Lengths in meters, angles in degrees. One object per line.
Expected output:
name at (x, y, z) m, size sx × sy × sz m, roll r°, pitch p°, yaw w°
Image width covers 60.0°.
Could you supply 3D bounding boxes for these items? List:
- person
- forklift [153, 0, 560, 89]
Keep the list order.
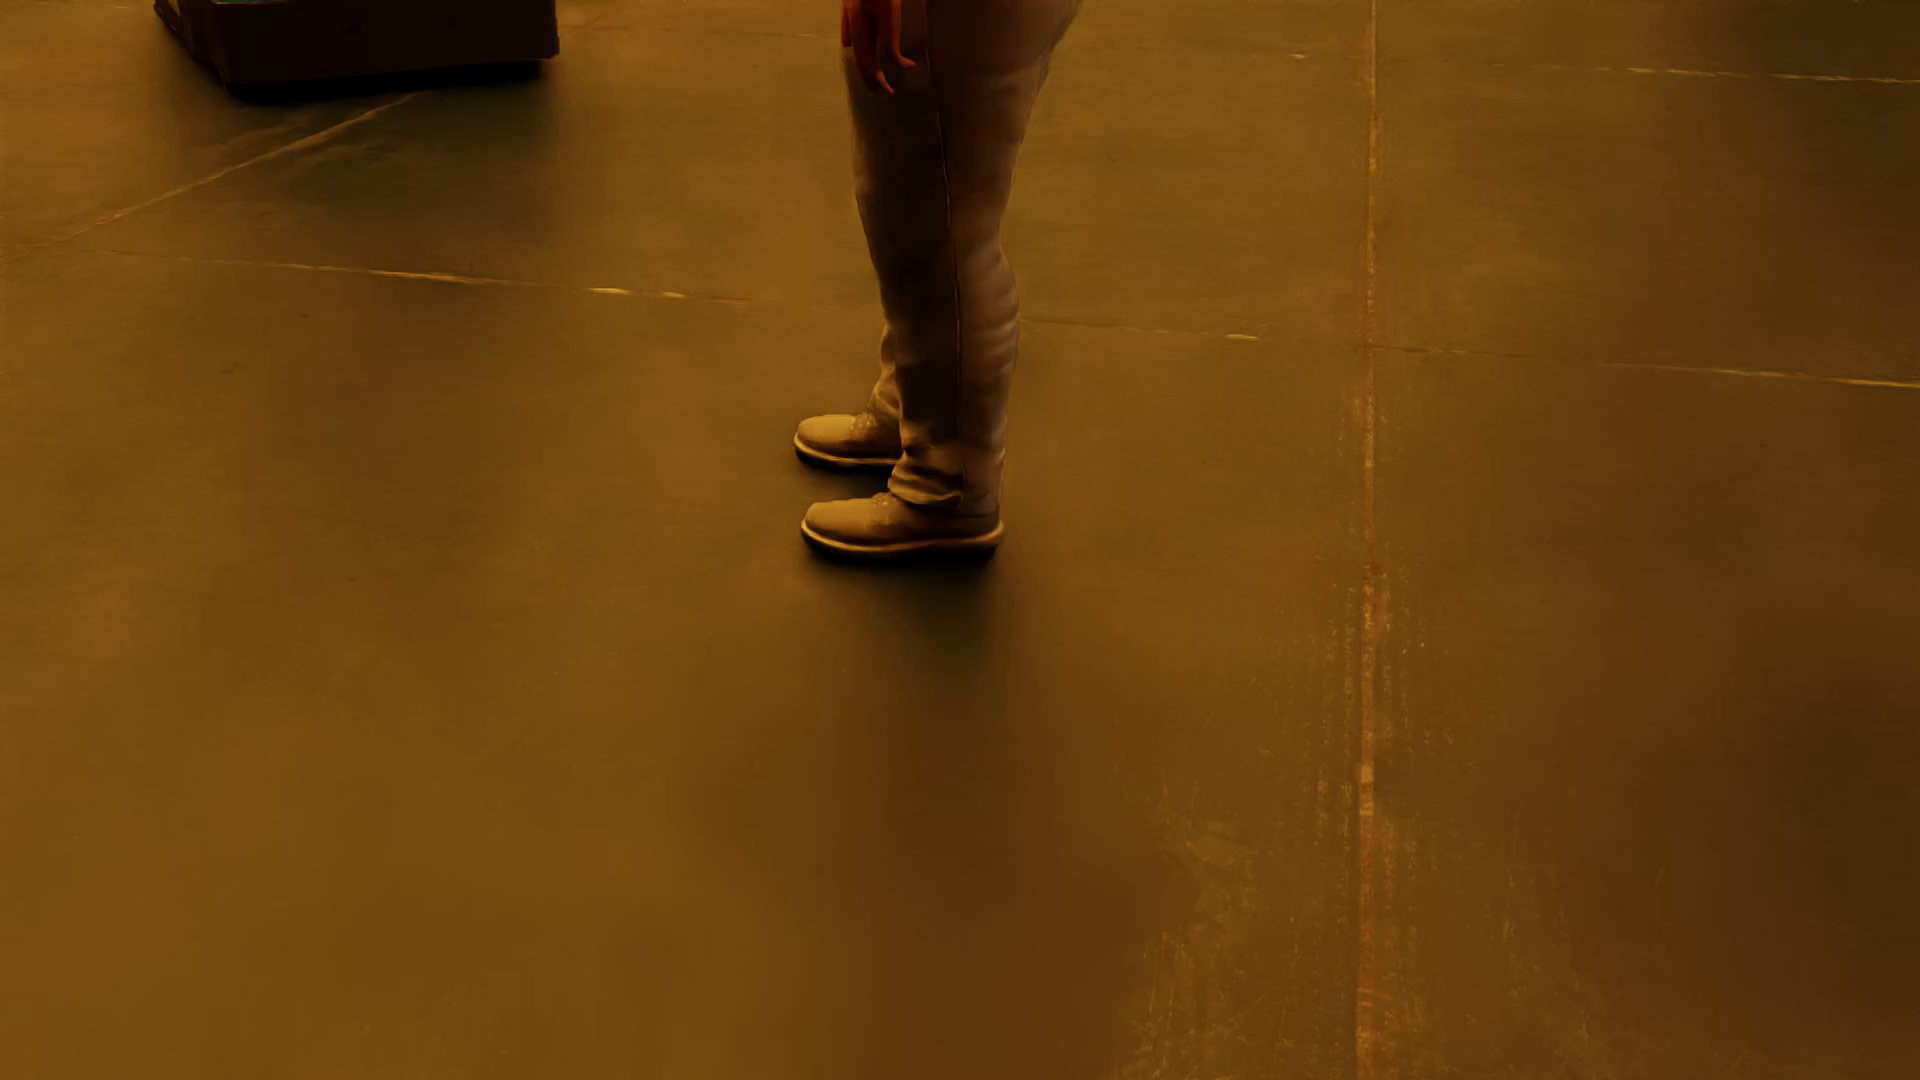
person at (-0.070, -0.768, 2.156) m, size 0.529 × 1.669 × 0.598 m, roll 6°, pitch 27°, yaw 11°
forklift at (-2.503, -3.337, 5.860) m, size 1.130 × 2.935 × 3.031 m, roll -14°, pitch 30°, yaw -26°
